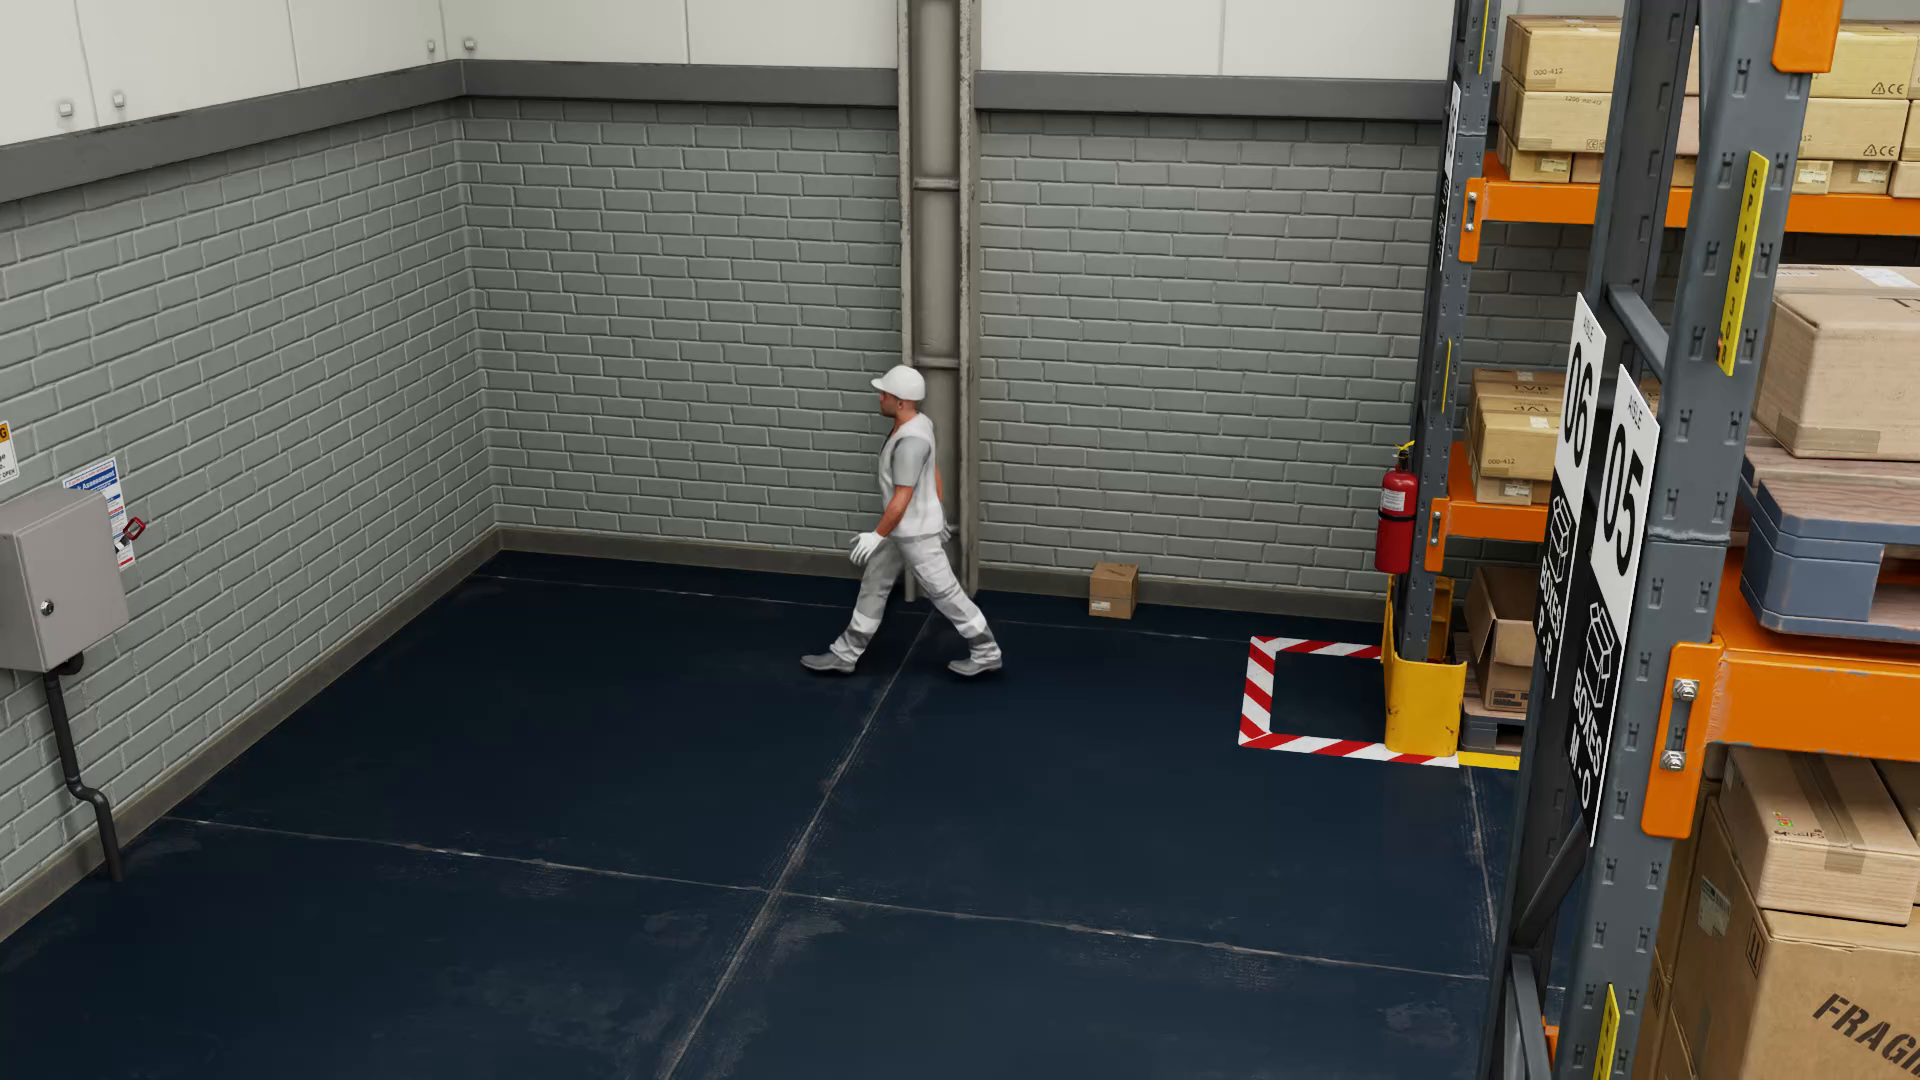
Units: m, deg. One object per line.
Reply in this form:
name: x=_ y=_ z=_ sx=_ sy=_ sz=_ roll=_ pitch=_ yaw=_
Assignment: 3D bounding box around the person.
person: x=-0.321 y=-0.049 z=8.738 sx=1.092 sy=1.679 sz=0.559 roll=-2 pitch=21 yaw=-5
